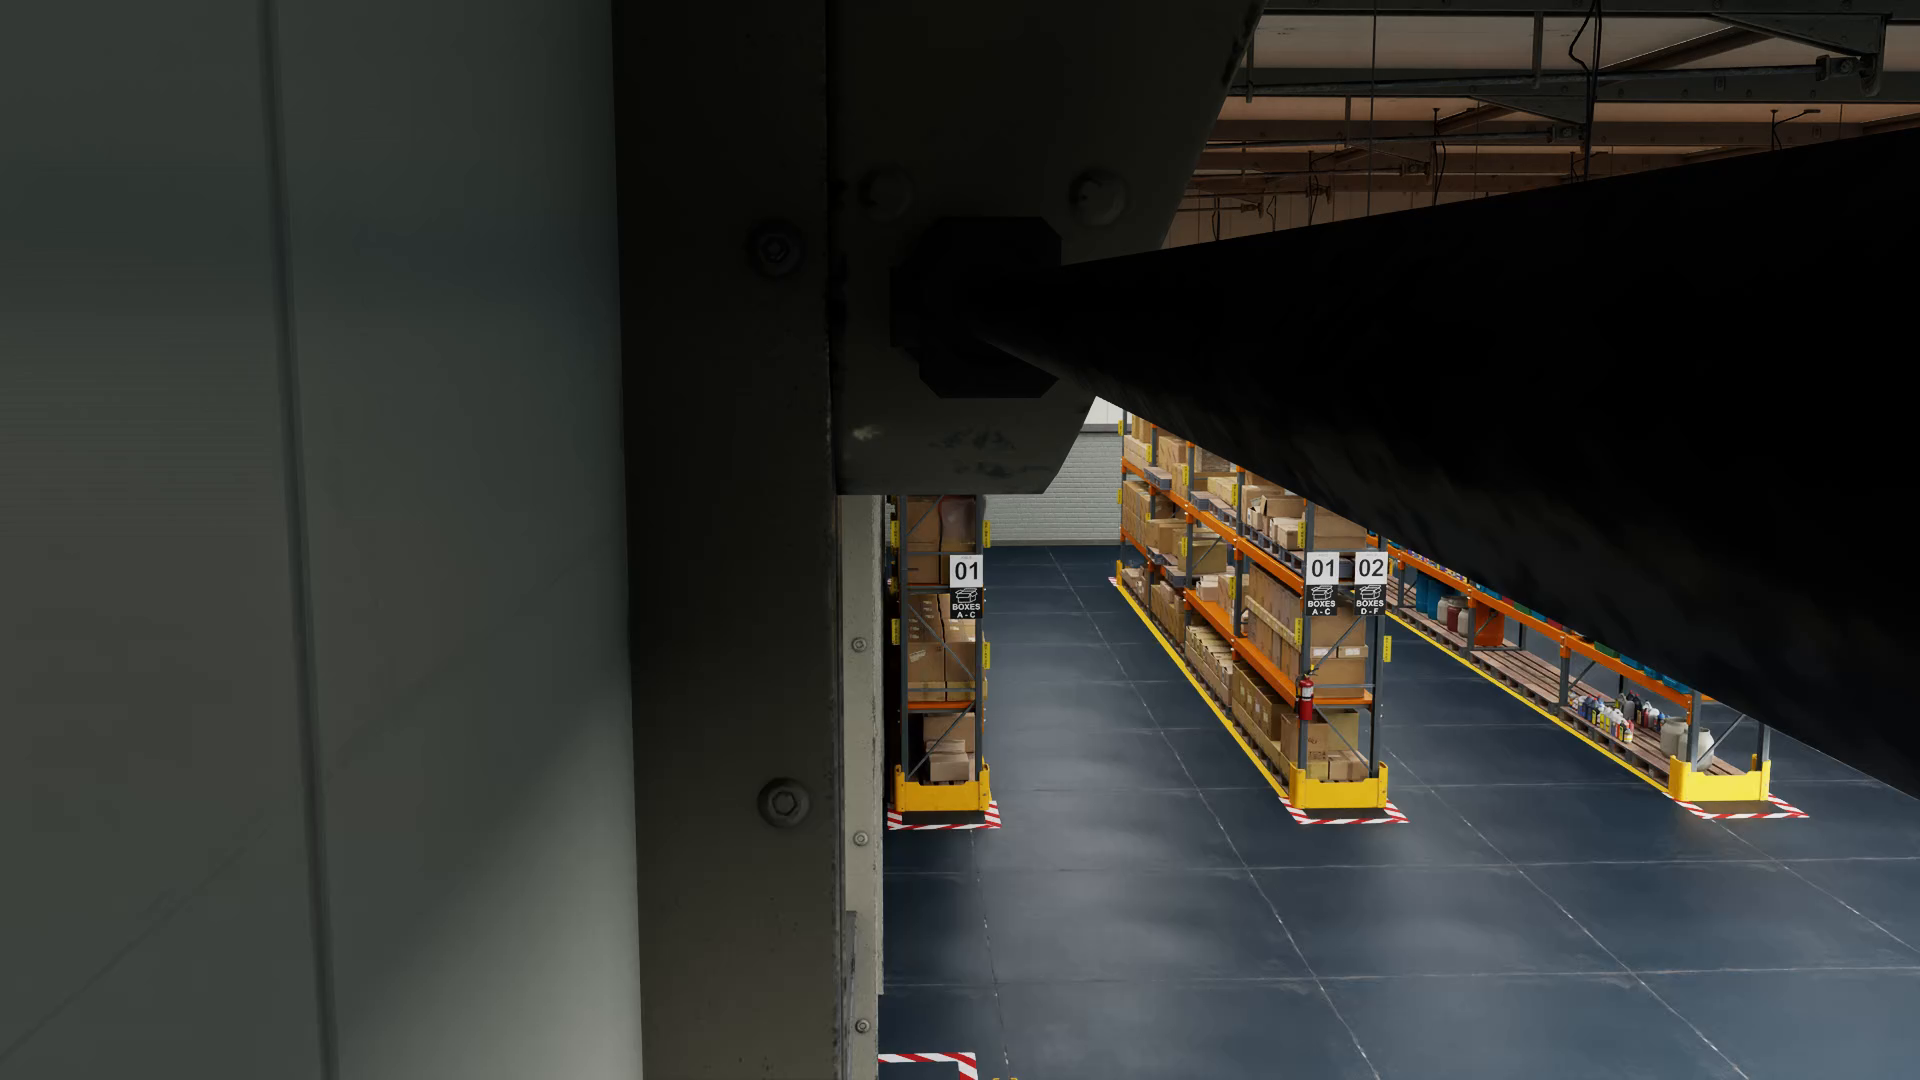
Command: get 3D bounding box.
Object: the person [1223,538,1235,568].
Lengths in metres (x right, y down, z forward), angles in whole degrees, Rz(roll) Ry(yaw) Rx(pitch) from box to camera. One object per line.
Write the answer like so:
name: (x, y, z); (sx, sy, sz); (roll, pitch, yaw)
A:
person: (5.750, 0.226, 36.307); (0.572, 1.593, 0.802); (-4, 9, -25)
